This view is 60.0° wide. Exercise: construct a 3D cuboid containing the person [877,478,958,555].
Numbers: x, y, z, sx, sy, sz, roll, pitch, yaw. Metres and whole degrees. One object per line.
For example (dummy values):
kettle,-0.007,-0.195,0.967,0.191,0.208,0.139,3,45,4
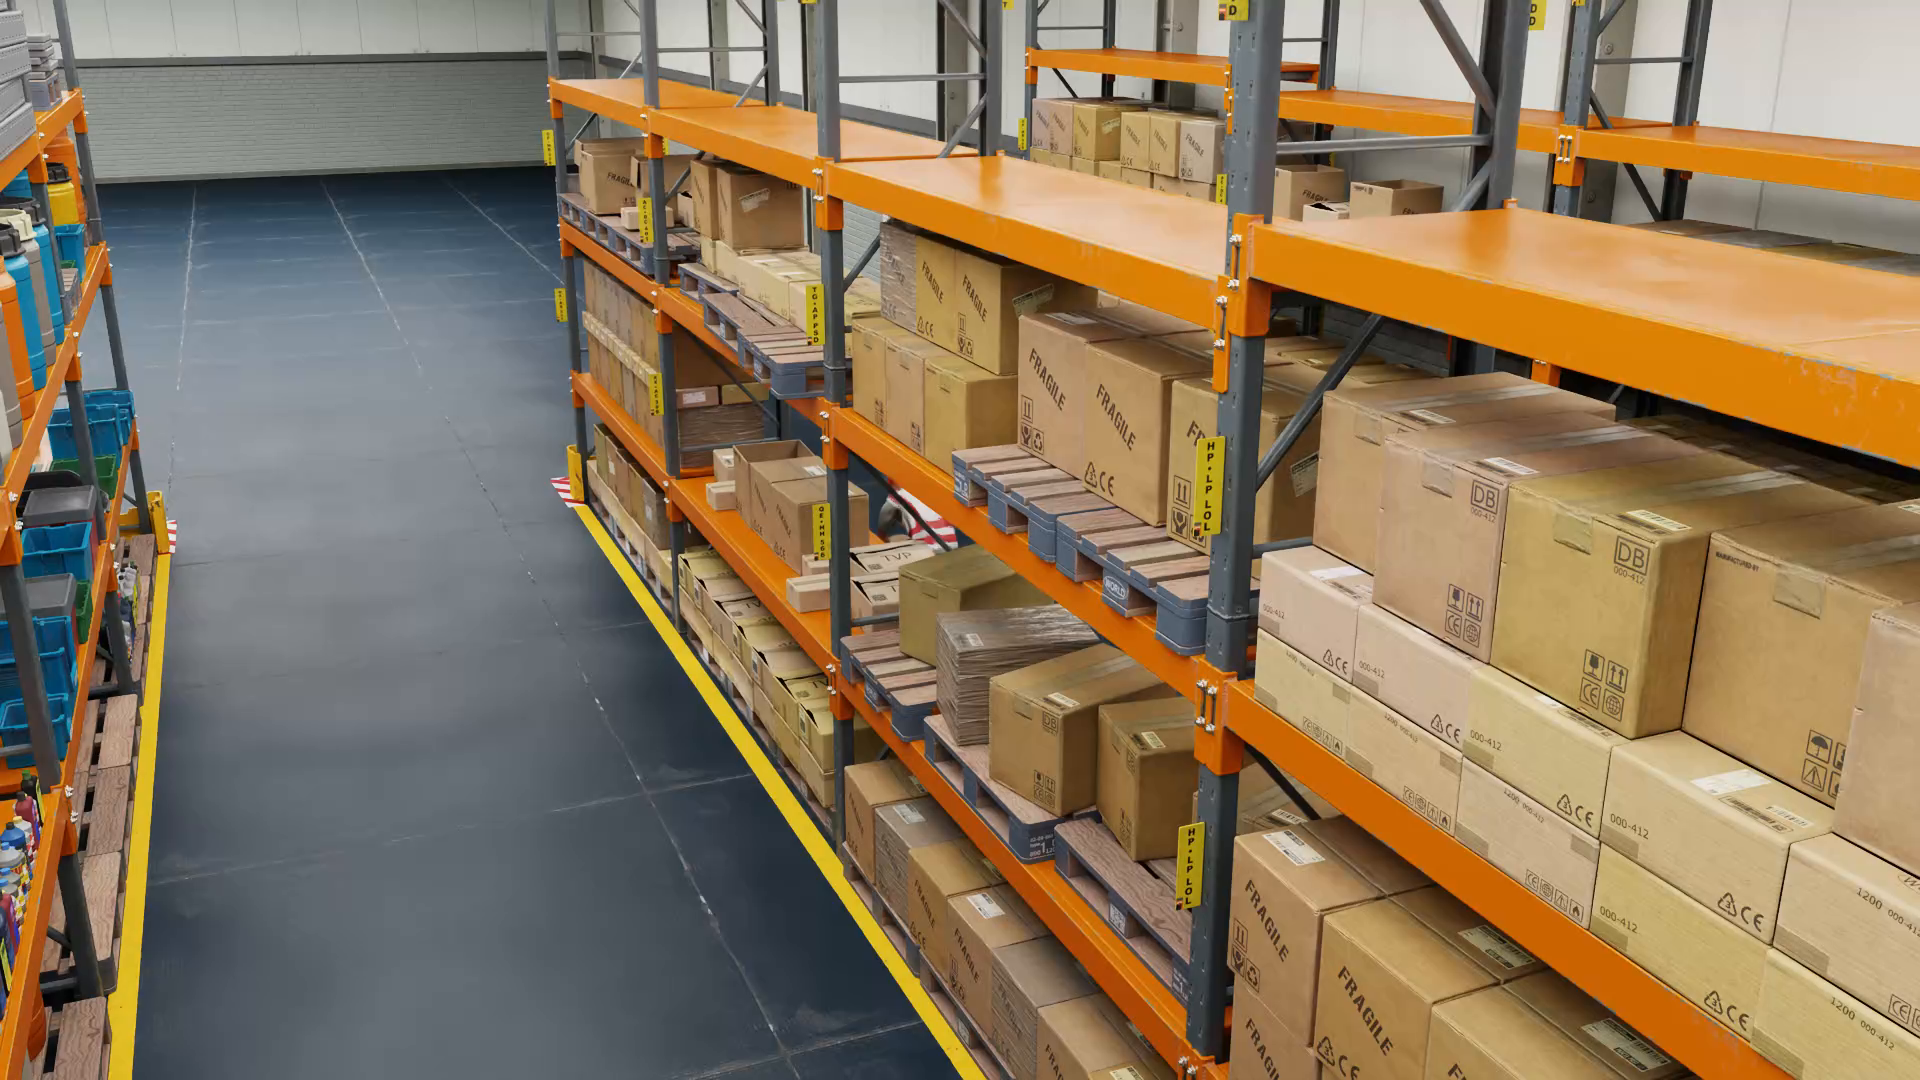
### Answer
person,-0.368,0.015,13.891,0.580,1.093,0.858,-8,20,-22
